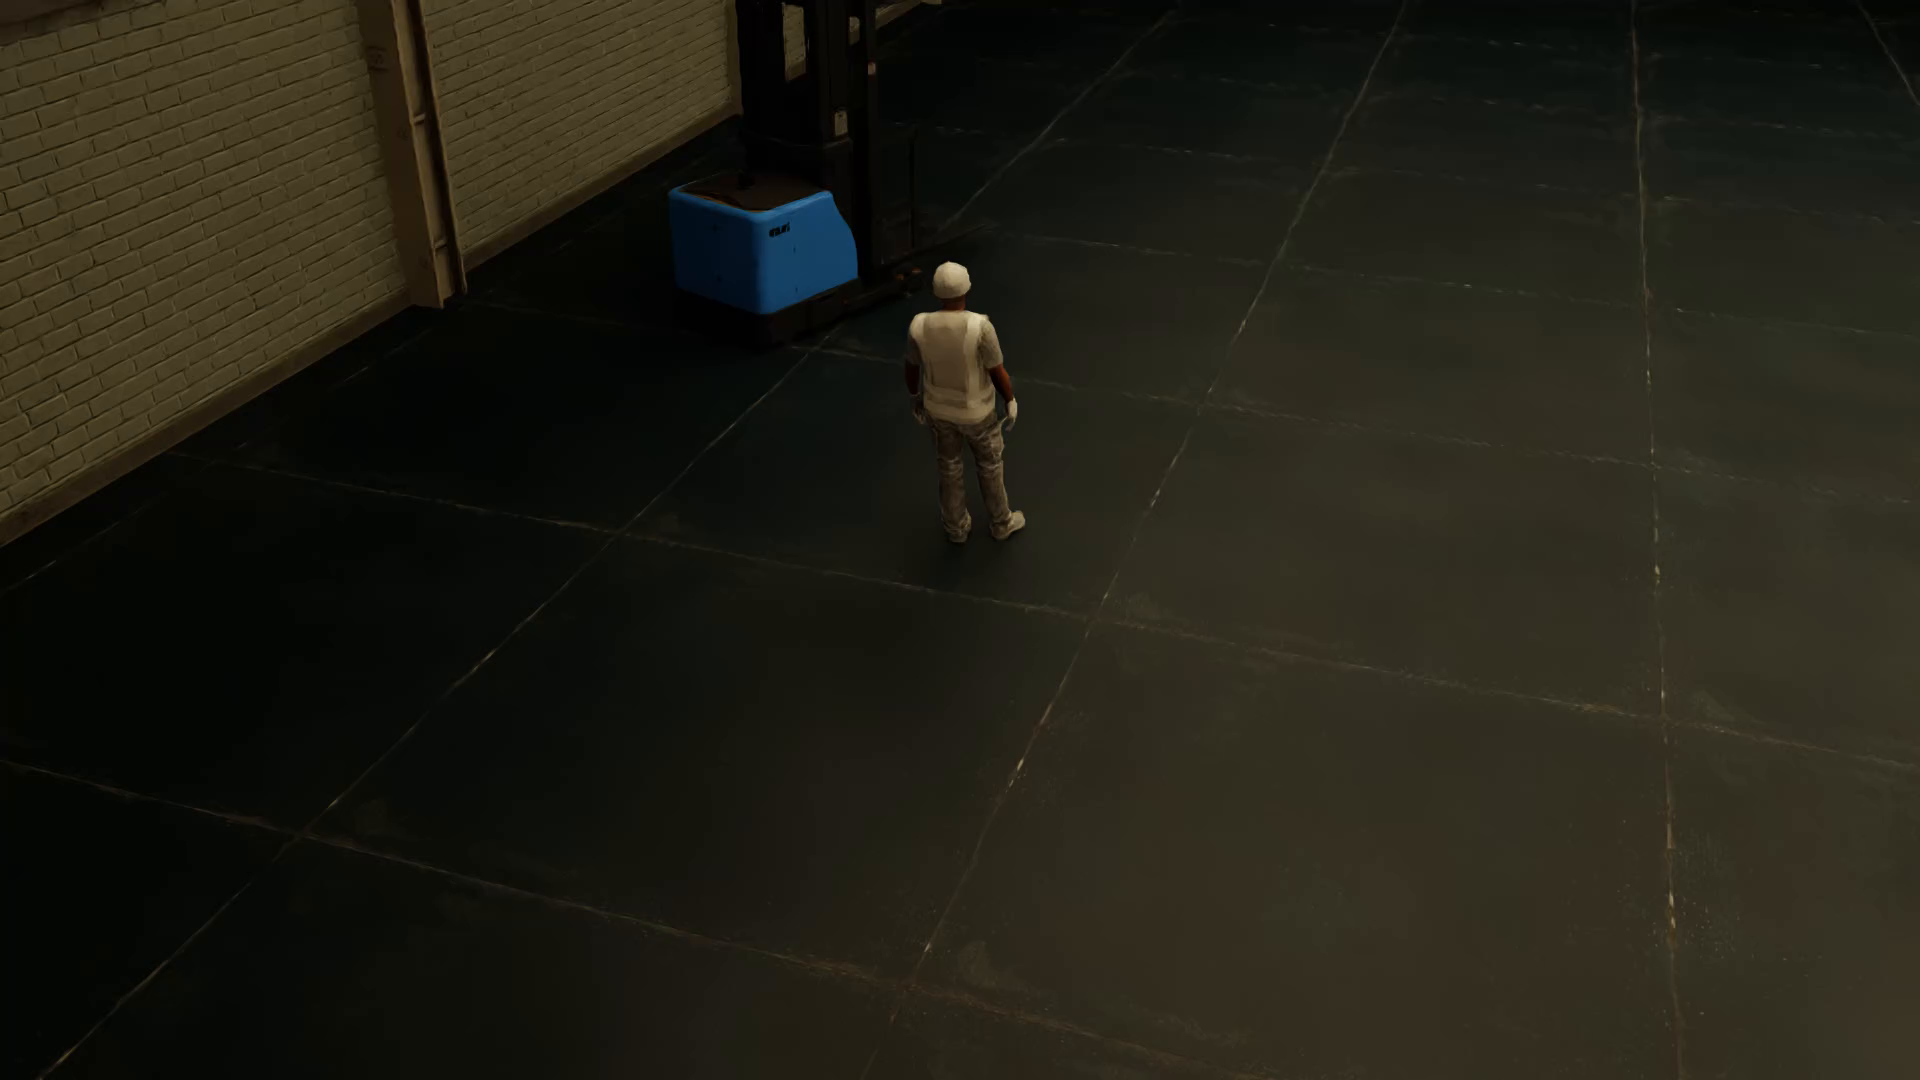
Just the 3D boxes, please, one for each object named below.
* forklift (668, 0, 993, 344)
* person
[{"bbox_3d":[-0.916,-3.409,13.117,1.130,2.935,3.031,22,36,33],"label":"forklift"},{"bbox_3d":[0.031,-0.813,9.708,0.655,1.782,0.576,10,31,16],"label":"person"}]
